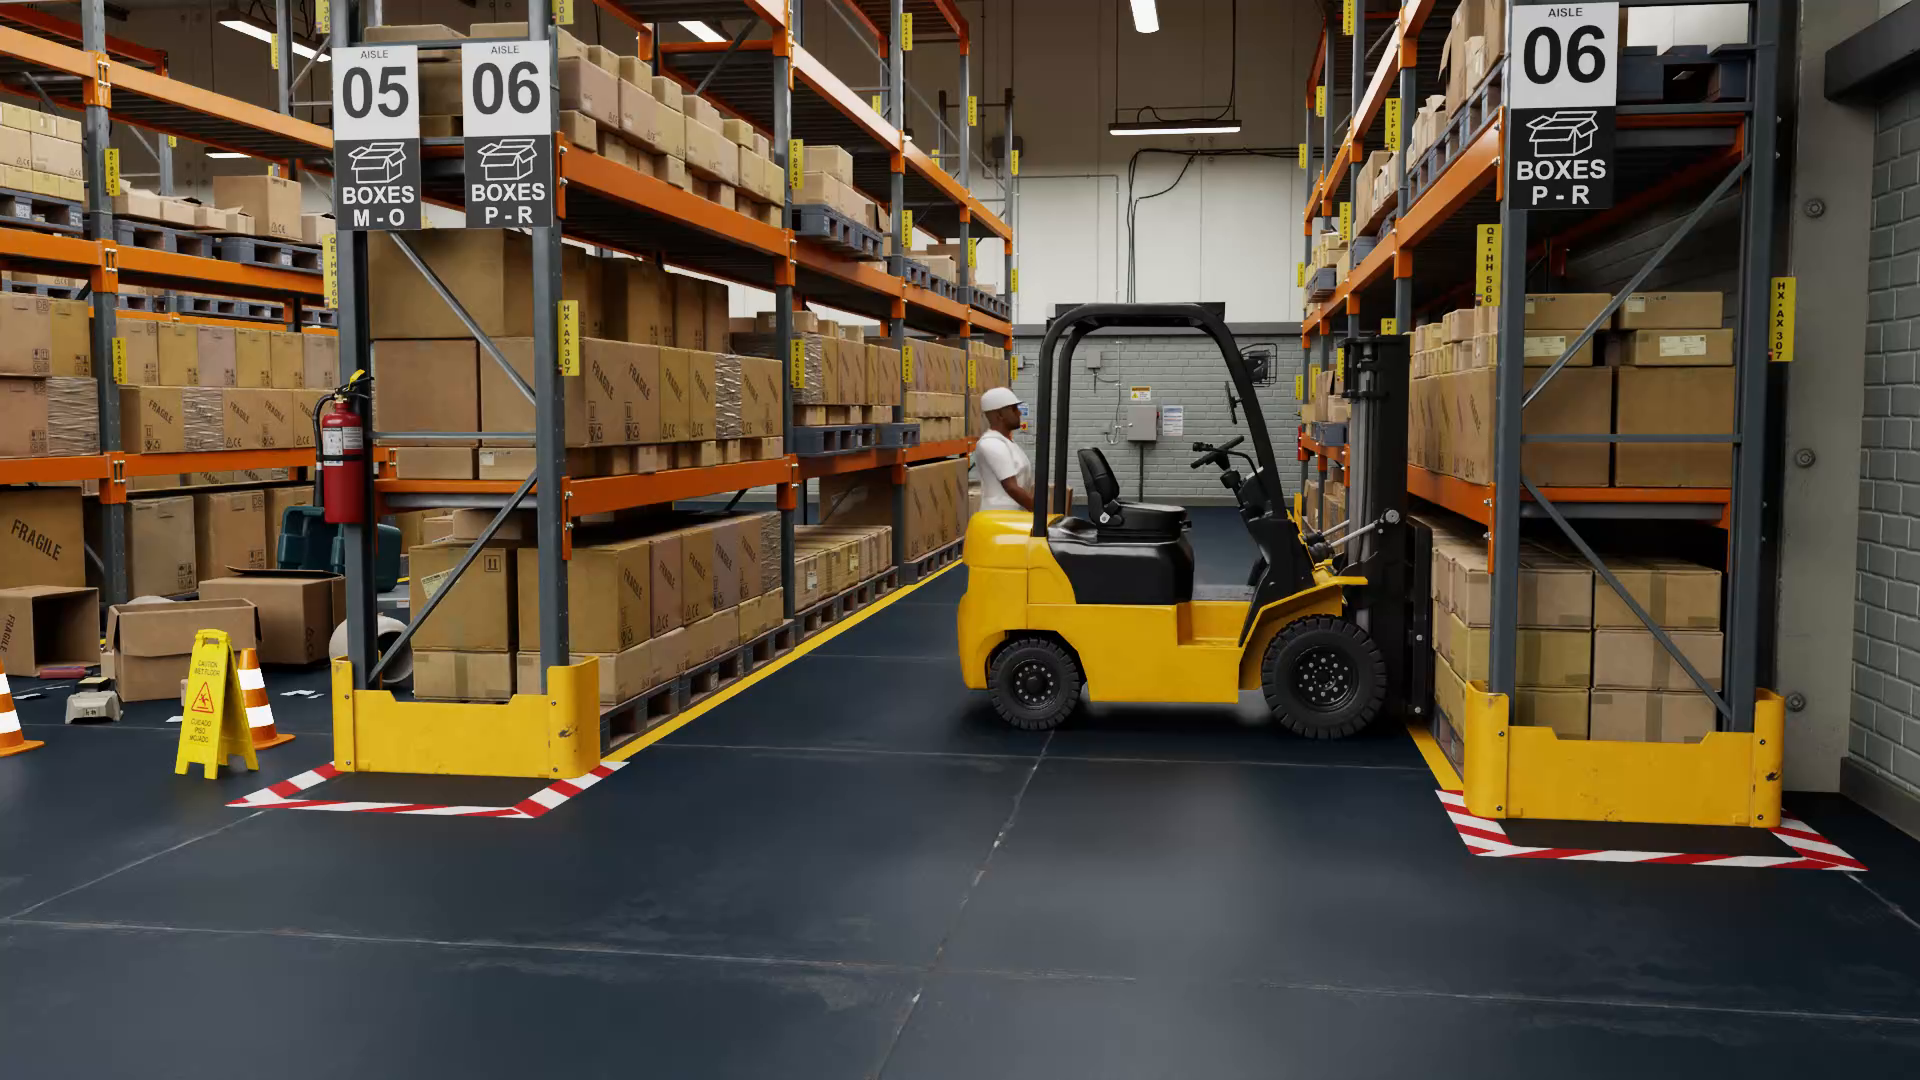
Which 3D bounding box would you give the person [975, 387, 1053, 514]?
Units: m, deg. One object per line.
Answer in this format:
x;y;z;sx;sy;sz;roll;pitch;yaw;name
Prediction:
0.389;-0.080;10.526;0.573;1.767;0.521;1;4;8;person
